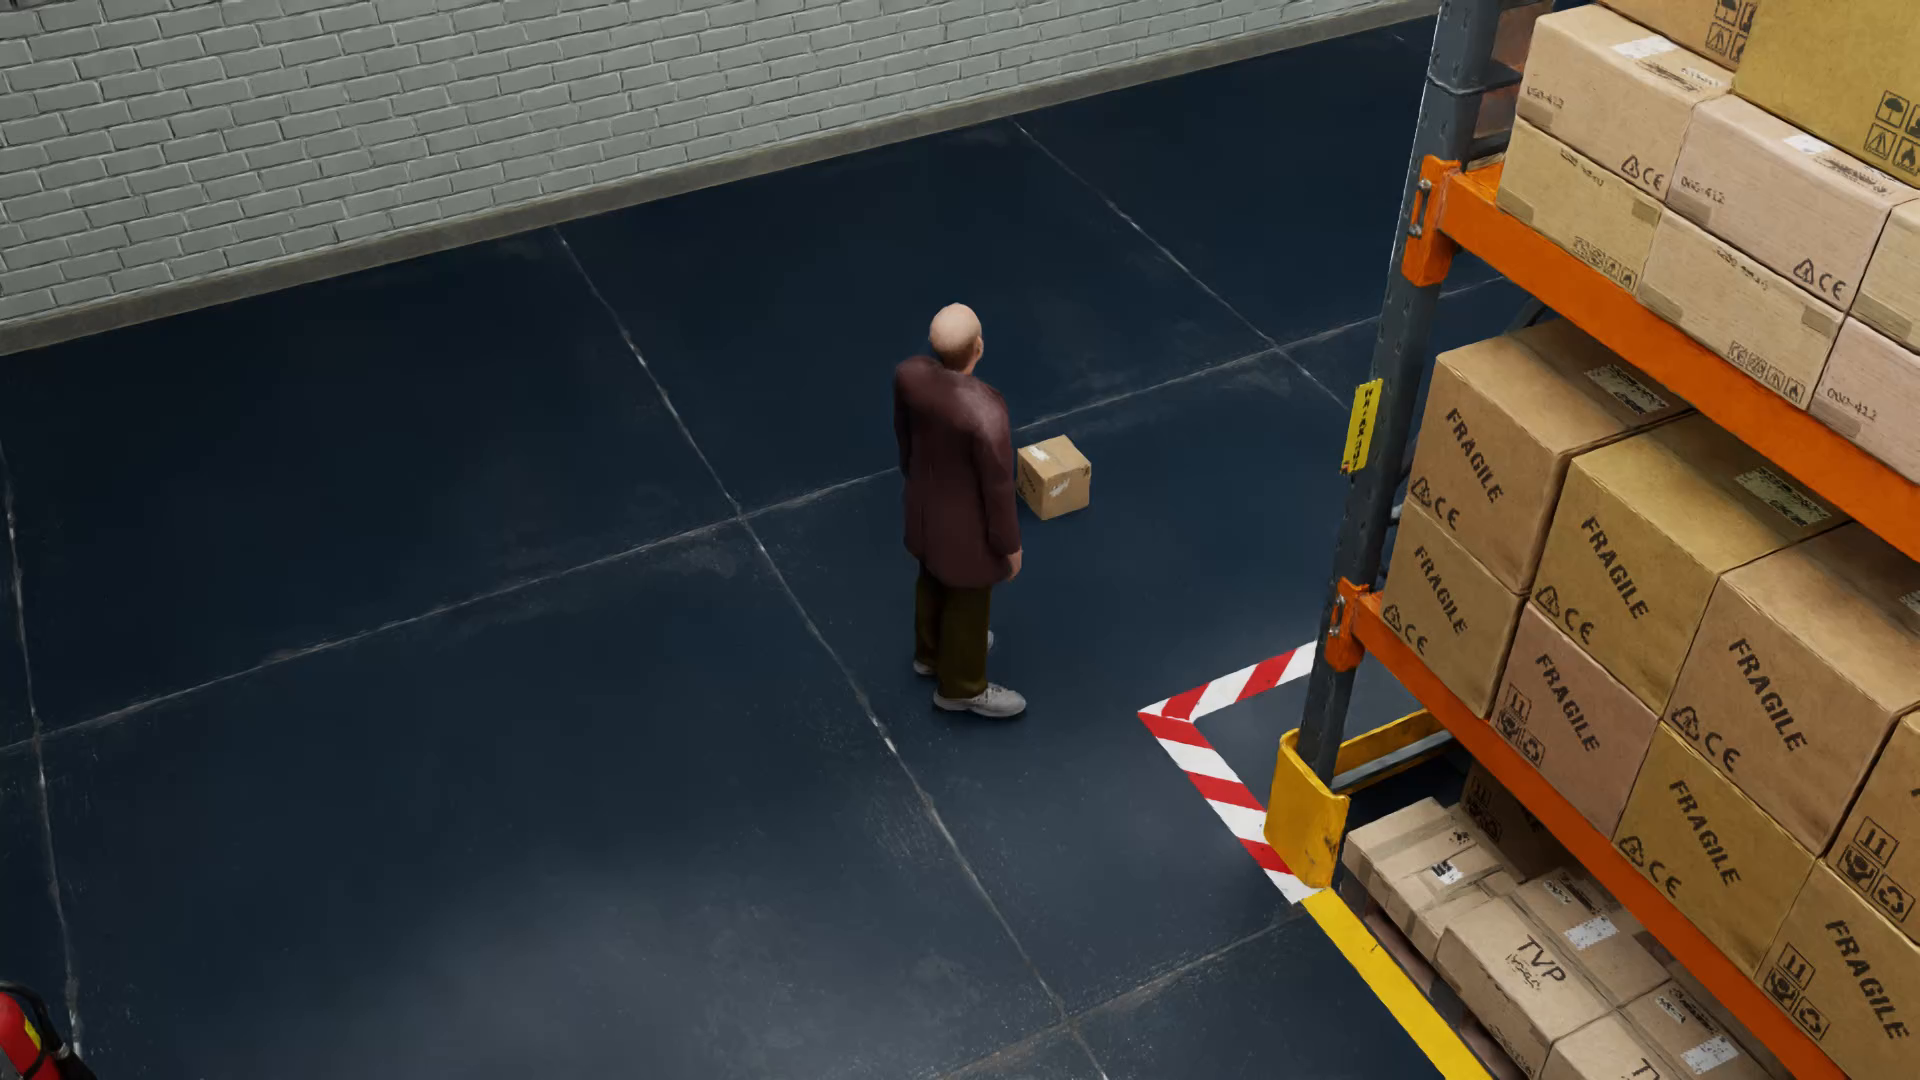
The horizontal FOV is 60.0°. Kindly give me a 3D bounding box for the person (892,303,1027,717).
[{"bbox_3d":[0.021,-0.122,6.268,0.421,1.789,0.659,-28,48,-28],"label":"person"}]
